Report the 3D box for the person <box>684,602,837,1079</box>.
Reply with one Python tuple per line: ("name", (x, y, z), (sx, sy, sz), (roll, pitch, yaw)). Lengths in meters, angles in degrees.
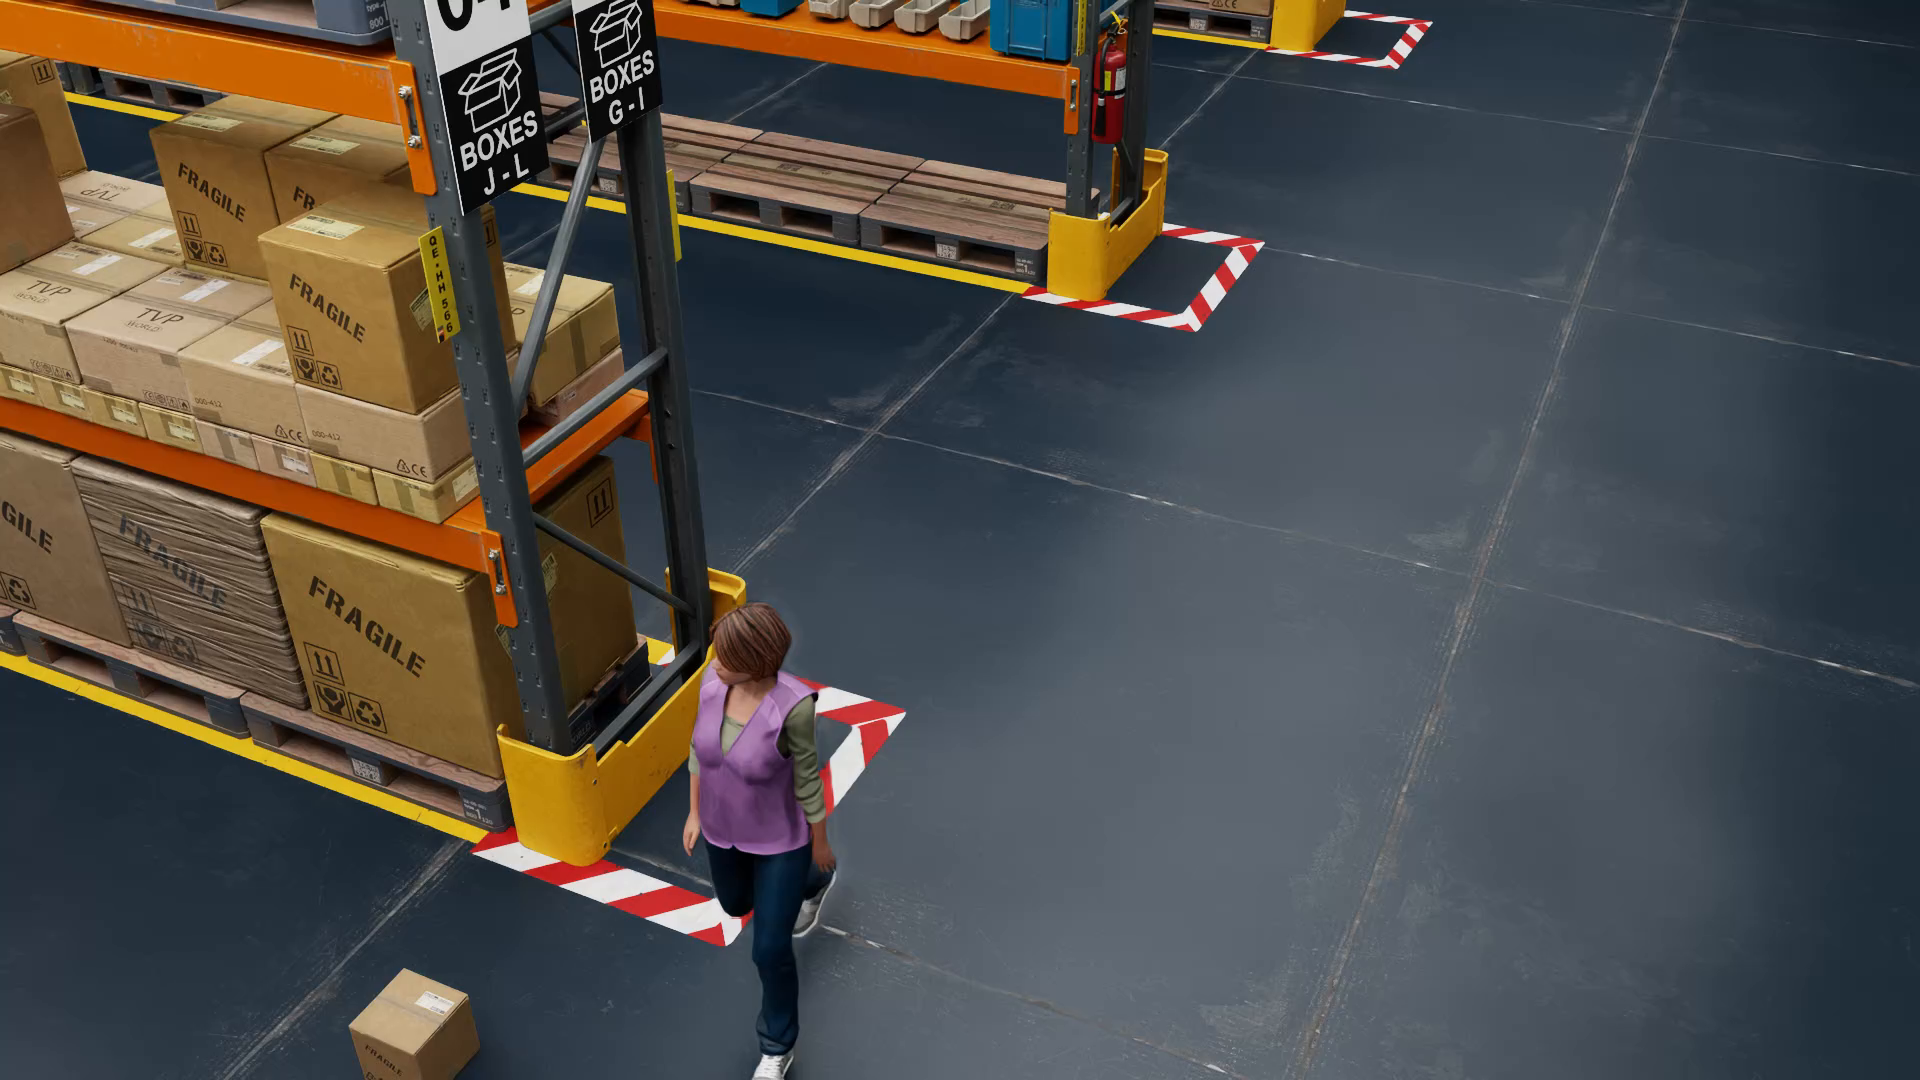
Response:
("person", (-0.584, 0.830, 4.915), (0.445, 1.556, 0.833), (16, 37, 22))
